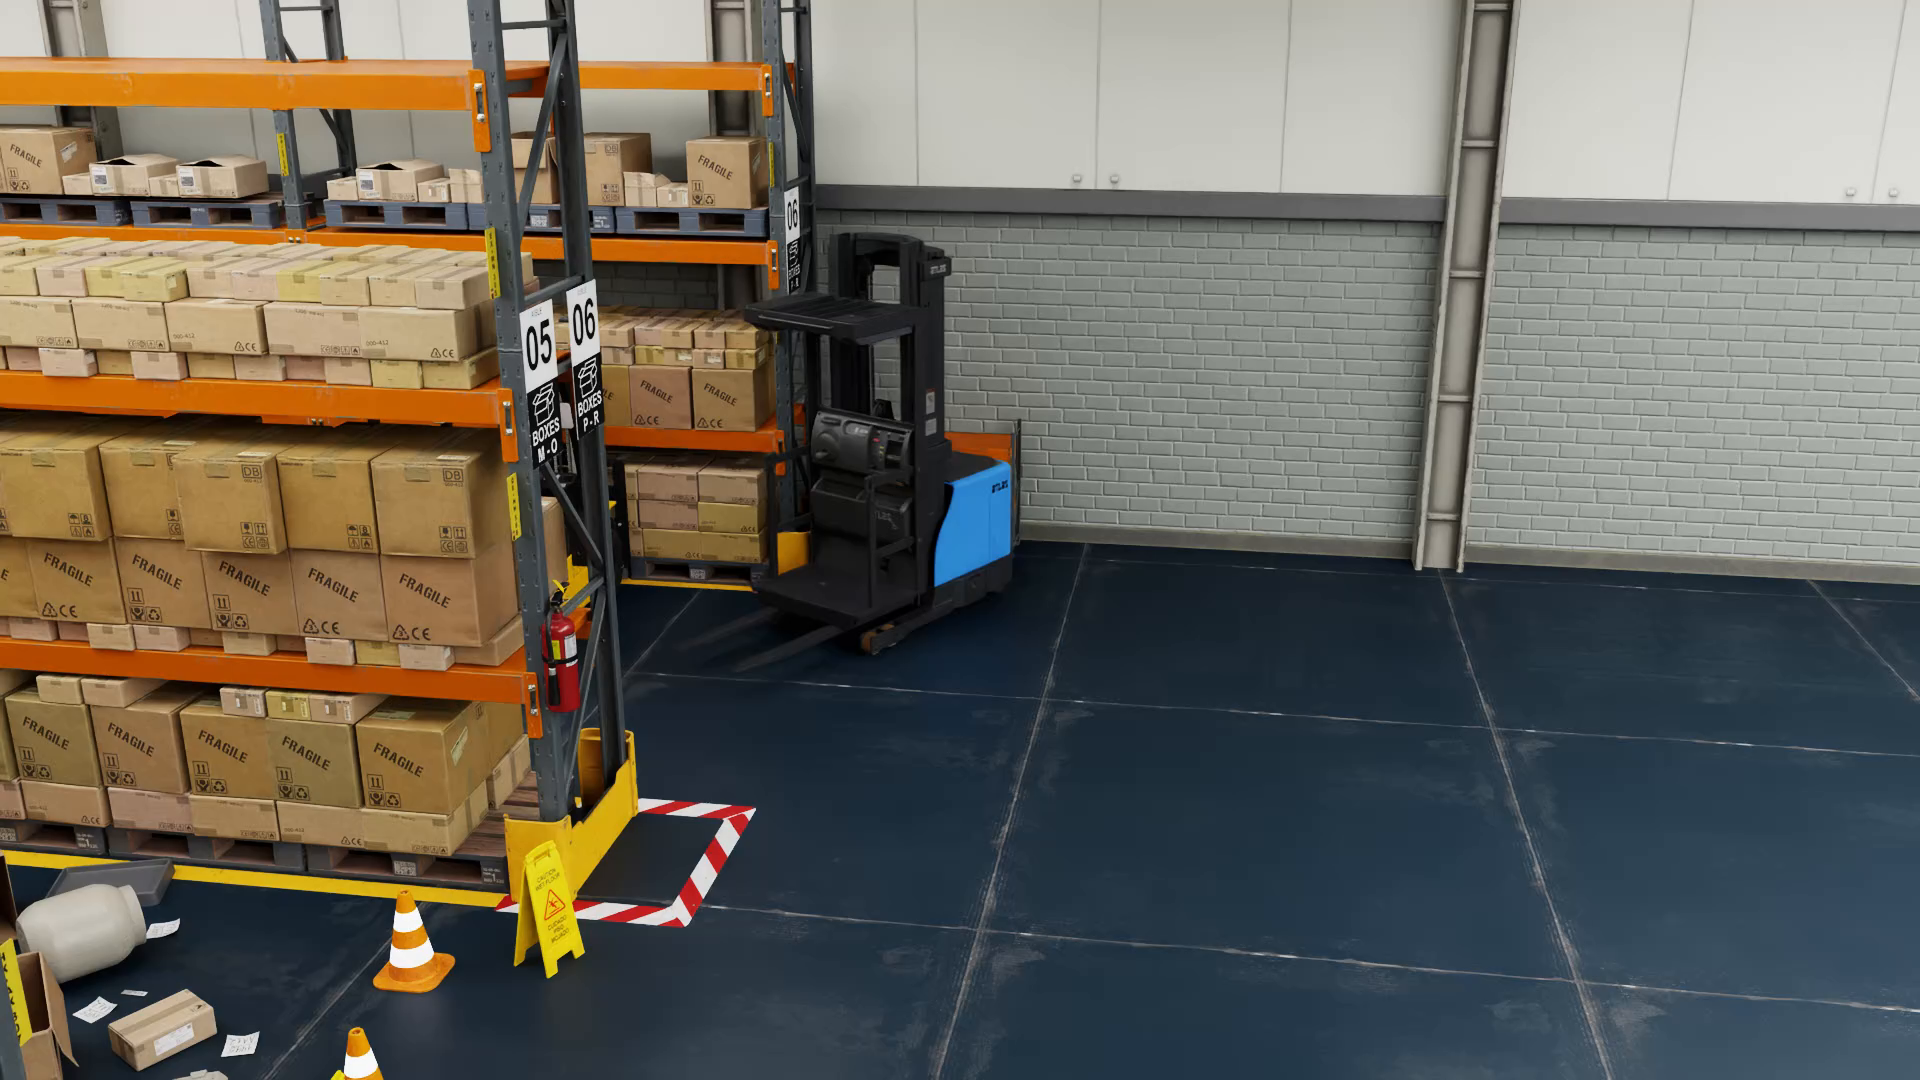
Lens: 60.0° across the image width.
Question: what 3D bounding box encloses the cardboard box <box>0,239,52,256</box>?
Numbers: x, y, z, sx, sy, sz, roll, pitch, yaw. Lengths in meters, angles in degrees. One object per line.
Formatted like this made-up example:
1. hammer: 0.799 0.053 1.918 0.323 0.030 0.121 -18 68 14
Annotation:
1. cardboard box: -5.192 -1.543 9.099 0.250 0.149 0.380 3 19 10

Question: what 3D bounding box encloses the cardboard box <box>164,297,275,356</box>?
1. cardboard box: -3.659 -1.122 8.470 0.500 0.250 0.500 3 19 10

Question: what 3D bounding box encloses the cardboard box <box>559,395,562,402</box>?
1. cardboard box: -3.360 -1.260 13.683 0.500 0.500 0.500 3 19 9

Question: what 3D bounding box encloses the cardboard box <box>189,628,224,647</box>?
1. cardboard box: -4.011 0.446 9.138 0.250 0.149 0.380 3 19 9

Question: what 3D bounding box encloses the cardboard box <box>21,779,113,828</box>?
1. cardboard box: -4.982 1.403 9.554 0.500 0.250 0.500 4 19 12

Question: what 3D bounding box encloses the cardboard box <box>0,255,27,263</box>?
1. cardboard box: -5.016 -1.361 8.555 0.250 0.149 0.380 3 19 8

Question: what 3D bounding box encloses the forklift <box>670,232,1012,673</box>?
1. forklift: -0.872 -0.720 12.336 1.130 2.935 3.031 14 23 35

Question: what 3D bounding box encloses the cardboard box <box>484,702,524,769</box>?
1. cardboard box: -2.878 0.983 9.628 0.500 0.500 0.500 2 19 7

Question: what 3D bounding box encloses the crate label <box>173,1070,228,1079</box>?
1. crate label: -3.357 2.447 7.275 0.298 0.136 0.250 -7 20 -20

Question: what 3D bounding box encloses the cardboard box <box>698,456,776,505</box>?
1. cardboard box: -1.822 -0.488 13.630 0.500 0.250 0.500 4 19 10

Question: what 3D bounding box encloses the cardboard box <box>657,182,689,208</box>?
1. cardboard box: -2.184 -2.690 12.964 0.250 0.149 0.380 2 19 7

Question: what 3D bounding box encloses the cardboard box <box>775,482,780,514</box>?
1. cardboard box: -1.749 -0.414 14.198 0.500 0.250 0.500 3 19 10

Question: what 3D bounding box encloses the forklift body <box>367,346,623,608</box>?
1. forklift body: -3.480 -0.315 12.354 1.214 2.155 2.313 3 19 9

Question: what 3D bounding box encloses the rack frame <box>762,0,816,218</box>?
1. rack frame: -1.318 -4.038 12.690 0.127 3.000 1.000 3 19 9

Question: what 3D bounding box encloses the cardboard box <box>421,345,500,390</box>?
1. cardboard box: -2.498 -0.872 8.350 0.250 0.149 0.380 3 19 9

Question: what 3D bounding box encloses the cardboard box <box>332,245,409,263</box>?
1. cardboard box: -3.145 -1.477 8.902 0.250 0.149 0.380 3 19 8

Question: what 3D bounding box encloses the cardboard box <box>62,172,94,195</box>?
1. cardboard box: -7.163 -2.944 13.722 0.250 0.149 0.380 3 19 8

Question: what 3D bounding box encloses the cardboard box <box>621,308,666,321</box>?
1. cardboard box: -2.638 -1.828 13.891 0.250 0.149 0.380 4 19 10

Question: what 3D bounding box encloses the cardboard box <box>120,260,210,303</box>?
1. cardboard box: -4.002 -1.311 8.405 0.250 0.149 0.380 3 19 10

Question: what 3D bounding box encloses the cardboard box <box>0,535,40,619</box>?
1. cardboard box: -5.161 0.100 9.152 0.500 0.500 0.500 3 19 8

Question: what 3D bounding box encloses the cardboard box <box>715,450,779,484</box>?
1. cardboard box: -1.762 -0.646 14.103 0.500 0.250 0.500 3 19 8

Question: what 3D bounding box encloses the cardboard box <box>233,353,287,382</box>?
1. cardboard box: -3.499 -0.929 8.522 0.250 0.149 0.380 3 19 8

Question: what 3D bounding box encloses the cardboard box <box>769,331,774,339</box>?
1. cardboard box: -1.616 -1.773 13.727 0.250 0.149 0.380 3 19 8

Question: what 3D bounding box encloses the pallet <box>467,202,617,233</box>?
1. pallet: -3.220 -2.678 13.492 1.213 0.211 1.003 3 19 9

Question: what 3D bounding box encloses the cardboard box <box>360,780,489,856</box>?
1. cardboard box: -2.966 1.509 9.237 0.500 0.250 0.500 3 19 8

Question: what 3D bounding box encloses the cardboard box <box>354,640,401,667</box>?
1. cardboard box: -3.022 0.532 8.883 0.250 0.149 0.380 3 19 8

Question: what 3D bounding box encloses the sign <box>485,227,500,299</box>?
1. sign: -2.209 -1.308 7.861 0.005 0.325 0.100 3 19 9

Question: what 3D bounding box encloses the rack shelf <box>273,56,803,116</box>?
1. rack shelf: -3.293 -3.608 13.169 4.000 0.370 1.077 3 19 9

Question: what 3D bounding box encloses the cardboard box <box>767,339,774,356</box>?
1. cardboard box: -1.612 -1.647 13.817 0.250 0.149 0.380 2 19 7

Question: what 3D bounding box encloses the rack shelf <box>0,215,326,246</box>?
1. rack shelf: -7.242 -2.577 14.183 4.000 0.370 1.077 3 19 9

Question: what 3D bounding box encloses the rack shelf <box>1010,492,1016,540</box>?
1. rack shelf: -0.023 -0.233 14.497 1.000 0.278 0.538 3 19 8

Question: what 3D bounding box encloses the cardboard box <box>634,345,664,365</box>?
1. cardboard box: -2.451 -1.530 13.468 0.250 0.149 0.380 3 19 8

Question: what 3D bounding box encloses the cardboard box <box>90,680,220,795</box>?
1. cardboard box: -4.469 1.074 9.356 0.500 0.500 0.500 4 19 12

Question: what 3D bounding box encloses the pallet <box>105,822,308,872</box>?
1. pallet: -4.174 1.566 9.789 1.213 0.211 1.003 3 19 9

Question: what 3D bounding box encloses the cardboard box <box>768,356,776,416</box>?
1. cardboard box: -1.763 -1.353 13.961 0.500 0.500 0.500 4 19 10

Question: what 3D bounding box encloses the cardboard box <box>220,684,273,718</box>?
1. cardboard box: -3.815 0.820 9.092 0.250 0.149 0.380 4 19 11

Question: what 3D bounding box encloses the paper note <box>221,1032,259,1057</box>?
1. paper note: -3.351 2.346 7.743 0.142 0.019 0.148 -3 19 -10

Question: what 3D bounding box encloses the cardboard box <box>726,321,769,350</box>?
1. cardboard box: -1.705 -1.641 13.333 0.250 0.149 0.380 3 19 9

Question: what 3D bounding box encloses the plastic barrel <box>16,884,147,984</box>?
1. plastic barrel: -4.381 1.954 8.296 0.512 0.421 0.421 -15 24 -38

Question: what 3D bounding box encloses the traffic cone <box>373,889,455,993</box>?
1. traffic cone: -2.731 1.948 8.253 0.334 0.463 0.336 3 19 9

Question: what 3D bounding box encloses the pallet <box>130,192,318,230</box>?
1. pallet: -6.140 -2.767 13.919 1.217 0.209 0.805 2 19 6

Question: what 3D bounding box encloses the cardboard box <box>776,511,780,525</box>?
1. cardboard box: -1.772 -0.174 14.269 0.500 0.250 0.500 3 19 9

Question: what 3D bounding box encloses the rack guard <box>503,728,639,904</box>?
1. rack guard: -2.177 1.544 9.402 0.348 0.500 1.175 3 19 9

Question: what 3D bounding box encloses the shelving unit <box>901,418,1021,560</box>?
1. shelving unit: -0.023 -0.465 14.420 1.048 1.125 0.538 3 19 8

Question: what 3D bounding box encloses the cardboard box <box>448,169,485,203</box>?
1. cardboard box: -3.850 -2.830 13.199 0.258 0.266 0.396 2 19 7

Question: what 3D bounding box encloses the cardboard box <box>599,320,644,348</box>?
1. cardboard box: -2.725 -1.663 13.397 0.250 0.149 0.380 3 19 10

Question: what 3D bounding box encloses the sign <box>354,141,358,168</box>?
1. sign: -5.181 -3.274 14.193 0.005 0.325 0.100 3 19 9

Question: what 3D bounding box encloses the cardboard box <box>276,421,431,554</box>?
1. cardboard box: -3.139 -0.286 8.728 0.500 0.500 0.700 3 19 9

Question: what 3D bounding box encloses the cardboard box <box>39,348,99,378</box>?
1. cardboard box: -4.523 -0.958 8.607 0.250 0.149 0.380 3 19 8

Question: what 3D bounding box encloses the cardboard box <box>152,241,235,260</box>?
1. cardboard box: -4.157 -1.525 9.046 0.250 0.149 0.380 3 19 9

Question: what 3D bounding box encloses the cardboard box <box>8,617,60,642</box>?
1. cardboard box: -5.027 0.420 9.217 0.250 0.149 0.380 3 19 10

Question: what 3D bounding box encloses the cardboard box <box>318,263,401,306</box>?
1. cardboard box: -2.986 -1.276 8.302 0.250 0.149 0.380 3 19 8

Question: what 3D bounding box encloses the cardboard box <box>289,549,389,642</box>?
1. cardboard box: -3.175 0.206 8.834 0.500 0.500 0.500 3 19 9

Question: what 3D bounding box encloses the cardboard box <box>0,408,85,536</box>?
1. cardboard box: -5.150 -0.379 9.007 0.500 0.500 0.700 3 19 9

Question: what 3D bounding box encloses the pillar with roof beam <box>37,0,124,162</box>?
1. pillar with roof beam: -8.469 -3.309 10.510 0.400 9.000 9.100 3 19 9
